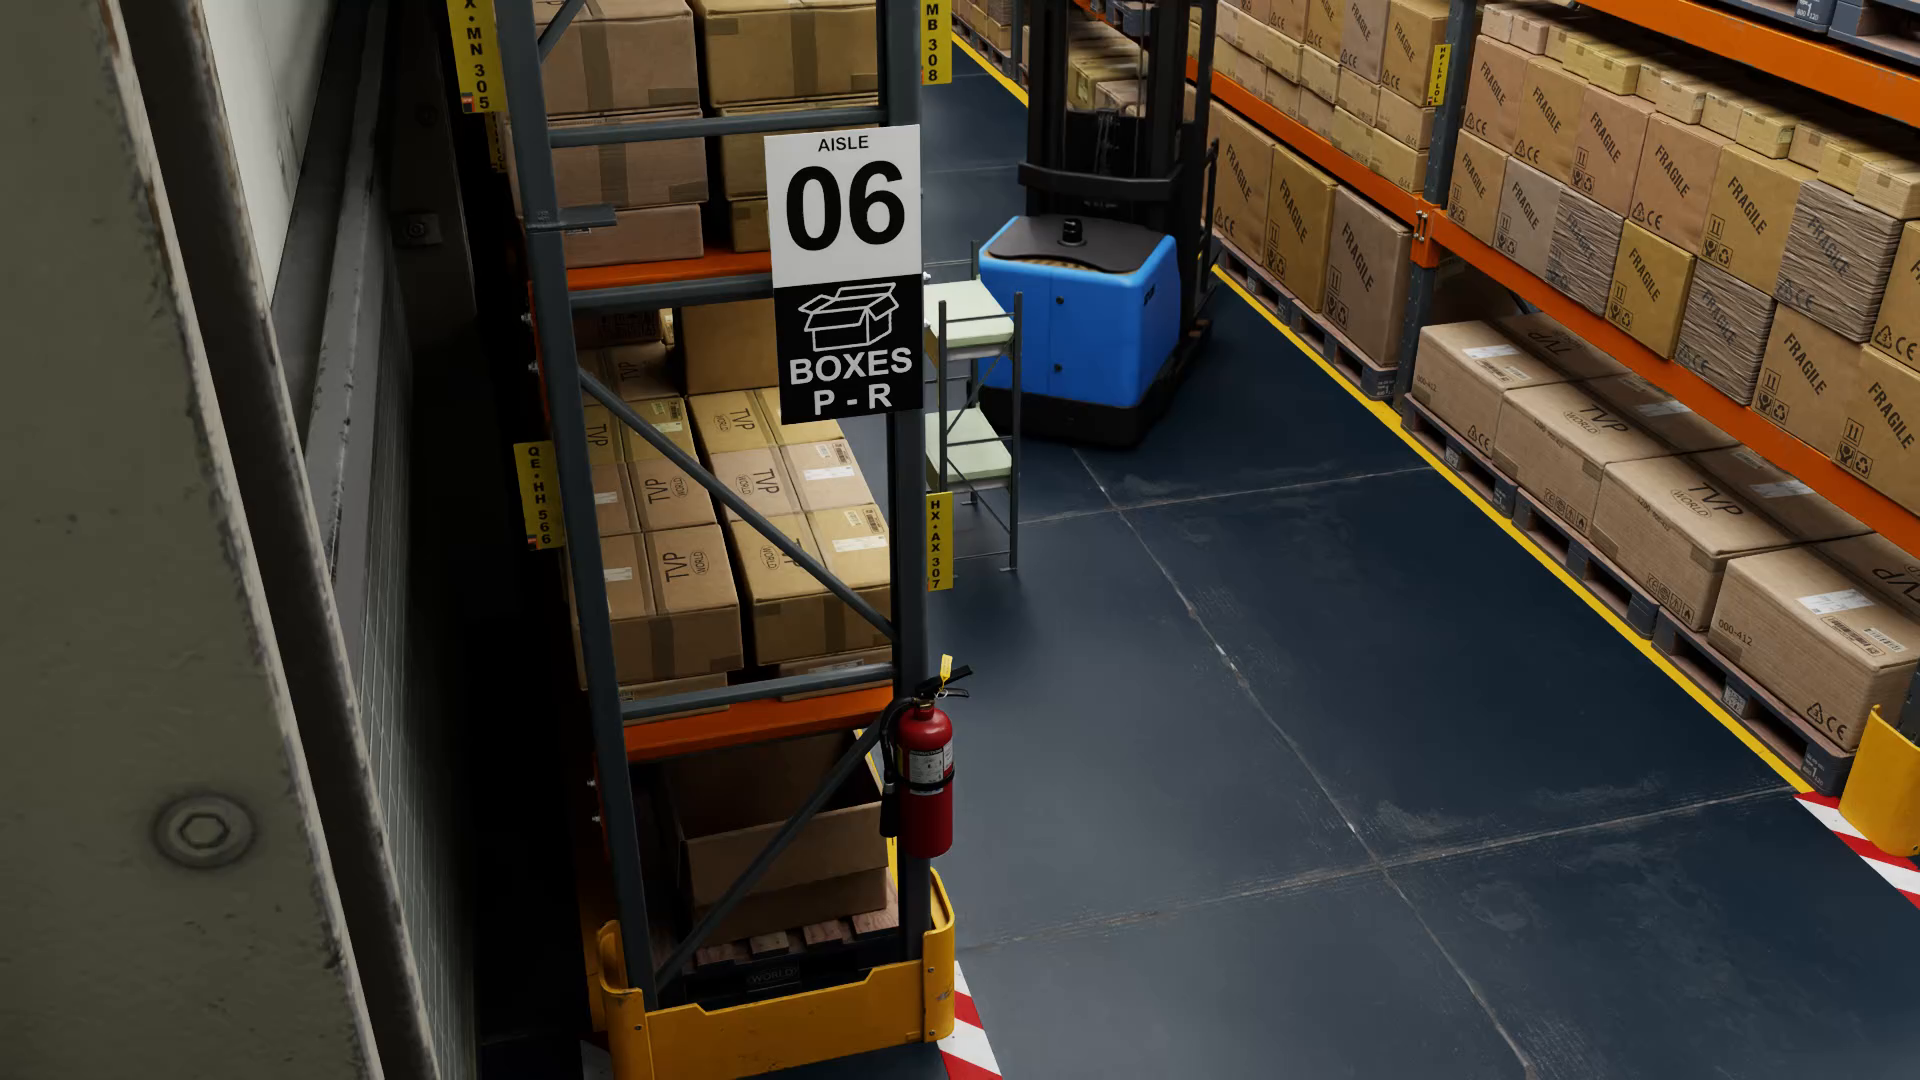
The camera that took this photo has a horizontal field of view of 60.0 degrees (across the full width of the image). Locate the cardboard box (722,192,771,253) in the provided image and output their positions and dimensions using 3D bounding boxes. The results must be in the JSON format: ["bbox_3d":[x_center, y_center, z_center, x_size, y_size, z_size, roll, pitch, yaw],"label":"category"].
[{"bbox_3d":[-0.453,-0.919,4.601,0.380,0.149,0.250,-7,31,-12],"label":"cardboard box"}]

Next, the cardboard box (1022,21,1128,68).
[{"bbox_3d":[1.148,-4.794,16.242,0.950,0.372,0.625,-7,31,-13],"label":"cardboard box"}]

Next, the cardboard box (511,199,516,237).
[{"bbox_3d":[-2.763,-2.028,11.336,0.500,0.500,0.500,-8,31,-13],"label":"cardboard box"}]

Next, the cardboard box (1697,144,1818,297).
[{"bbox_3d":[3.539,-1.372,7.028,0.500,0.500,0.500,-8,31,-14],"label":"cardboard box"}]

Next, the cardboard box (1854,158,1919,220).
[{"bbox_3d":[3.663,-1.343,6.331,0.380,0.149,0.250,-8,31,-14],"label":"cardboard box"}]

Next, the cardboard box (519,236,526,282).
[{"bbox_3d":[-1.783,-1.266,7.795,0.500,0.250,0.500,-8,31,-14],"label":"cardboard box"}]

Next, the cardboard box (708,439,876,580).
[{"bbox_3d":[-0.588,-0.107,5.794,0.500,0.250,0.500,-8,31,-13],"label":"cardboard box"}]

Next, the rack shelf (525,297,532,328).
[{"bbox_3d":[-2.185,-2.132,10.157,1.077,0.370,4.000,-8,31,-13],"label":"rack shelf"}]

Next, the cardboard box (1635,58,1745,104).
[{"bbox_3d":[3.351,-2.098,7.635,0.380,0.149,0.250,-8,31,-13],"label":"cardboard box"}]

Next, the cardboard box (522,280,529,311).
[{"bbox_3d":[-2.332,-1.272,10.029,0.500,0.500,0.500,-9,31,-16],"label":"cardboard box"}]

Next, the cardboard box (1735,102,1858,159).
[{"bbox_3d":[3.512,-1.719,6.981,0.380,0.149,0.250,-7,31,-12],"label":"cardboard box"}]

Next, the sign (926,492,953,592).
[{"bbox_3d":[-0.070,0.008,4.878,0.100,0.325,0.005,-8,31,-13],"label":"sign"}]

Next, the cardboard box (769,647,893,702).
[{"bbox_3d":[-0.416,0.368,5.370,0.380,0.149,0.250,-8,31,-14],"label":"cardboard box"}]

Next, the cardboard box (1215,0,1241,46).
[{"bbox_3d":[2.101,-3.695,11.790,0.500,0.250,0.500,-7,31,-12],"label":"cardboard box"}]

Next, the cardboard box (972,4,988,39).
[{"bbox_3d":[0.440,-5.500,17.584,0.500,0.250,0.500,-9,31,-15],"label":"cardboard box"}]

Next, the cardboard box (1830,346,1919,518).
[{"bbox_3d":[3.809,-0.448,6.430,0.500,0.500,0.500,-8,31,-13],"label":"cardboard box"}]

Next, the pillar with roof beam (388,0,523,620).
[{"bbox_3d":[1.812,-4.190,7.006,9.100,9.000,0.400,-8,31,-13],"label":"pillar with roof beam"}]

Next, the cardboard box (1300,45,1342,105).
[{"bbox_3d":[2.496,-2.961,10.521,0.500,0.250,0.500,-7,31,-12],"label":"cardboard box"}]

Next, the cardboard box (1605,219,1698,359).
[{"bbox_3d":[3.394,-1.187,7.707,0.500,0.500,0.500,-7,31,-12],"label":"cardboard box"}]

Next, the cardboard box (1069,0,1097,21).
[{"bbox_3d":[1.110,-5.640,17.076,0.500,0.500,0.500,-6,31,-11],"label":"cardboard box"}]

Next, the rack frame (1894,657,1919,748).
[{"bbox_3d":[4.192,-0.207,6.113,1.000,3.000,0.127,-8,31,-13],"label":"rack frame"}]

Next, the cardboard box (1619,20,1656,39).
[{"bbox_3d":[3.541,-2.526,8.374,0.380,0.149,0.250,-8,31,-13],"label":"cardboard box"}]

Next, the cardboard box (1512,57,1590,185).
[{"bbox_3d":[3.151,-2.108,8.299,0.500,0.500,0.500,-8,31,-14],"label":"cardboard box"}]

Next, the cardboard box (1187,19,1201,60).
[{"bbox_3d":[1.956,-3.736,12.360,0.500,0.250,0.500,-8,31,-14],"label":"cardboard box"}]

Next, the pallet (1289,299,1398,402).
[{"bbox_3d":[2.853,-1.295,10.776,1.003,0.211,1.213,-8,31,-13],"label":"pallet"}]

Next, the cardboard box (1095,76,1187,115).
[{"bbox_3d":[1.724,-3.745,14.429,0.950,0.372,0.625,-8,31,-14],"label":"cardboard box"}]

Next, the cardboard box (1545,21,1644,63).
[{"bbox_3d":[3.156,-2.469,8.276,0.380,0.149,0.250,-8,31,-14],"label":"cardboard box"}]

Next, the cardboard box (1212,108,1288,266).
[{"bbox_3d":[2.404,-2.557,11.875,0.875,0.875,0.875,-7,31,-13],"label":"cardboard box"}]

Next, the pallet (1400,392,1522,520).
[{"bbox_3d":[3.256,-0.554,9.497,1.003,0.211,1.213,-8,31,-13],"label":"pallet"}]

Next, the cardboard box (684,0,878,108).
[{"bbox_3d":[-0.469,-1.371,4.484,0.500,0.250,0.500,-8,31,-14],"label":"cardboard box"}]

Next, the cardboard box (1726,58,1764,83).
[{"bbox_3d":[3.797,-2.163,7.748,0.380,0.149,0.250,-8,31,-14],"label":"cardboard box"}]

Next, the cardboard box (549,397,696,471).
[{"bbox_3d":[-1.233,-0.285,6.101,0.500,0.250,0.500,-7,31,-12],"label":"cardboard box"}]

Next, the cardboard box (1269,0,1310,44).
[{"bbox_3d":[2.358,-3.542,10.777,0.500,0.500,0.500,-7,31,-12],"label":"cardboard box"}]

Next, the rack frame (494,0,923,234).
[{"bbox_3d":[-0.593,-2.142,3.467,1.000,3.000,0.127,-8,31,-13],"label":"rack frame"}]

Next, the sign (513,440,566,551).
[{"bbox_3d":[-1.133,-0.119,4.490,0.100,0.325,0.005,-8,31,-13],"label":"sign"}]

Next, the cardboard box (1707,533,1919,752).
[{"bbox_3d":[3.920,0.415,7.178,0.875,0.438,0.875,-9,31,-15],"label":"cardboard box"}]

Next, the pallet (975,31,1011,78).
[{"bbox_3d":[0.794,-5.115,17.377,1.003,0.211,1.213,-8,31,-13],"label":"pallet"}]

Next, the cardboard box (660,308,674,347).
[{"bbox_3d":[-1.017,-0.845,7.068,0.500,0.250,0.500,-8,31,-14],"label":"cardboard box"}]

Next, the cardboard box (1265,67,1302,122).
[{"bbox_3d":[2.377,-2.998,11.085,0.500,0.250,0.500,-8,31,-13],"label":"cardboard box"}]

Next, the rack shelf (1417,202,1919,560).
[{"bbox_3d":[3.661,-0.861,7.962,1.077,0.370,4.000,-8,31,-13],"label":"rack shelf"}]

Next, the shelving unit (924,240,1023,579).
[{"bbox_3d":[-0.002,-0.652,8.380,0.431,1.500,0.755,-8,31,-13],"label":"shelving unit"}]

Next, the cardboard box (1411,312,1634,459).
[{"bbox_3d":[3.193,-0.894,9.439,0.875,0.438,0.875,-8,31,-14],"label":"cardboard box"}]

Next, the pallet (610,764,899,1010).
[{"bbox_3d":[-0.826,1.240,6.397,1.003,0.211,1.213,-8,31,-13],"label":"pallet"}]

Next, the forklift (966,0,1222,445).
[{"bbox_3d":[1.029,-2.535,10.204,1.130,2.935,3.031,11,32,18],"label":"forklift"}]

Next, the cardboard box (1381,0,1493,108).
[{"bbox_3d":[2.769,-2.797,9.490,0.500,0.500,0.500,-7,31,-12],"label":"cardboard box"}]

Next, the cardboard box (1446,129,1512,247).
[{"bbox_3d":[3.002,-1.921,8.974,0.500,0.500,0.500,-7,31,-12],"label":"cardboard box"}]

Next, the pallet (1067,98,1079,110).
[{"bbox_3d":[1.542,-3.830,15.156,1.003,0.211,1.213,-8,31,-13],"label":"pallet"}]

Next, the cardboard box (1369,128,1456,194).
[{"bbox_3d":[2.768,-2.257,9.805,0.500,0.250,0.500,-9,31,-14],"label":"cardboard box"}]

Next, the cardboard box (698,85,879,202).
[{"bbox_3d":[-0.447,-1.158,4.614,0.500,0.250,0.500,-8,31,-14],"label":"cardboard box"}]

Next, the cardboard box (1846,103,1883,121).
[{"bbox_3d":[4.034,-1.800,7.121,0.380,0.149,0.250,-8,31,-13],"label":"cardboard box"}]

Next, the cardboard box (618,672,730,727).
[{"bbox_3d":[-0.940,0.439,5.248,0.380,0.149,0.250,-8,31,-14],"label":"cardboard box"}]

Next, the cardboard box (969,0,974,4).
[{"bbox_3d":[0.318,-6.061,17.804,0.500,0.500,0.500,-6,31,-11],"label":"cardboard box"}]

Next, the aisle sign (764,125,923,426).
[{"bbox_3d":[-0.292,-0.676,4.329,0.394,0.787,0.004,-8,31,-13],"label":"aisle sign"}]

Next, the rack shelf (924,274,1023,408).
[{"bbox_3d":[-0.002,-0.990,8.184,0.431,0.370,0.720,-8,31,-13],"label":"rack shelf"}]
